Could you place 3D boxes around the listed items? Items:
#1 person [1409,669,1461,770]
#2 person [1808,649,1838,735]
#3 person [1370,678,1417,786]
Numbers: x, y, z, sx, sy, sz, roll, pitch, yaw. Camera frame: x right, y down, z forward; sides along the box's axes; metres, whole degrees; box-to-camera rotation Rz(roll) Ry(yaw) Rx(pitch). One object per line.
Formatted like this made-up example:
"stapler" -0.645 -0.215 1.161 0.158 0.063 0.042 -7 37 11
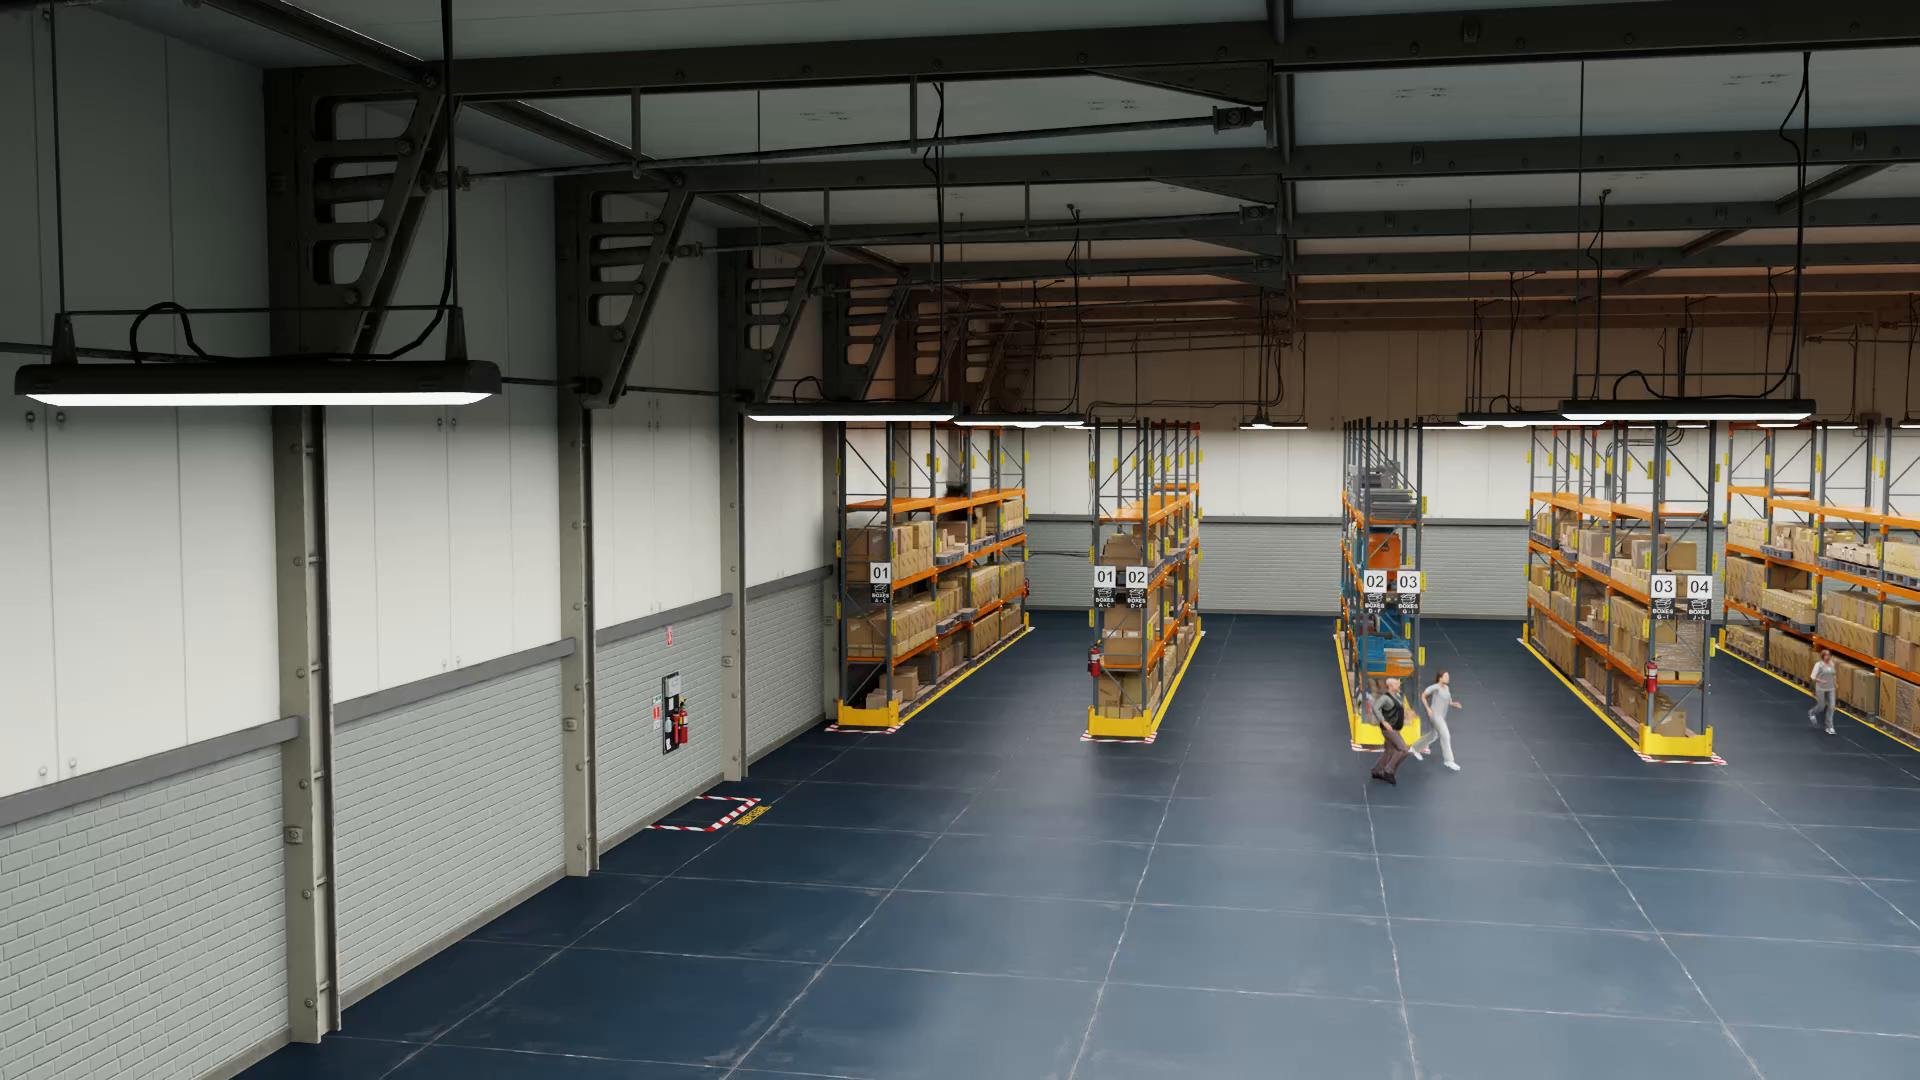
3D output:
"person" 8.149 3.037 28.496 0.972 1.675 0.521 3 5 41
"person" 16.482 2.870 31.707 0.538 1.591 0.839 0 4 0
"person" 7.047 3.116 27.066 0.722 1.733 0.633 2 4 28
